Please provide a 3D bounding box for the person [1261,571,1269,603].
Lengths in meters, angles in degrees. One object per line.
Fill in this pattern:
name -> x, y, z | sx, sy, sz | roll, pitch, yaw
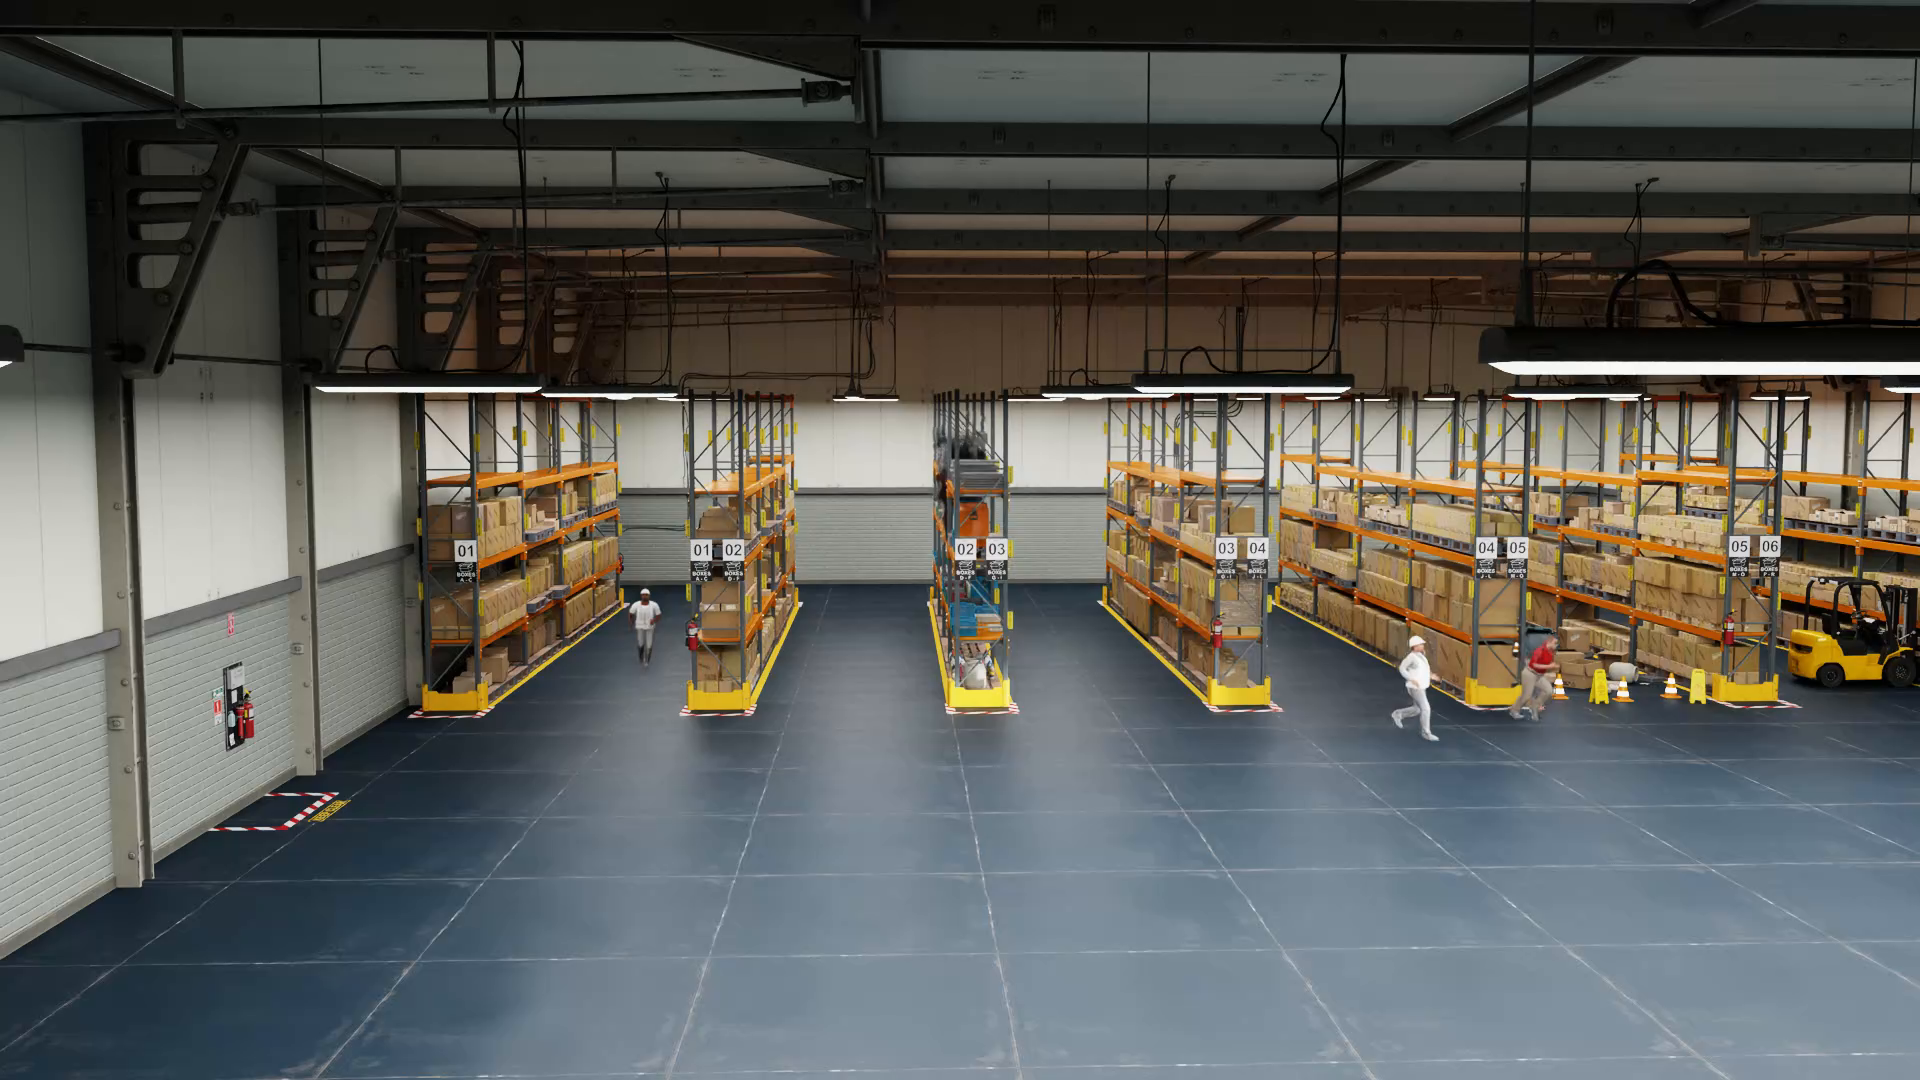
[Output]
person -> 8.058, 1.285, 44.928 | 0.591, 1.577, 0.691 | -1, 5, -12

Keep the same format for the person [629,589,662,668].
person -> -6.831, 1.920, 36.078 | 0.706, 1.720, 0.575 | -1, 5, -10

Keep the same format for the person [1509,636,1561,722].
person -> 10.407, 2.497, 29.983 | 0.700, 1.619, 0.990 | -4, 6, -40

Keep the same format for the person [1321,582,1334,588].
person -> 10.809, 0.986, 48.828 | 0.553, 1.561, 0.525 | -3, 6, -33

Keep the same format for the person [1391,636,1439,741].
person -> 7.810, 2.529, 28.541 | 0.875, 1.772, 0.662 | 3, 6, 34
